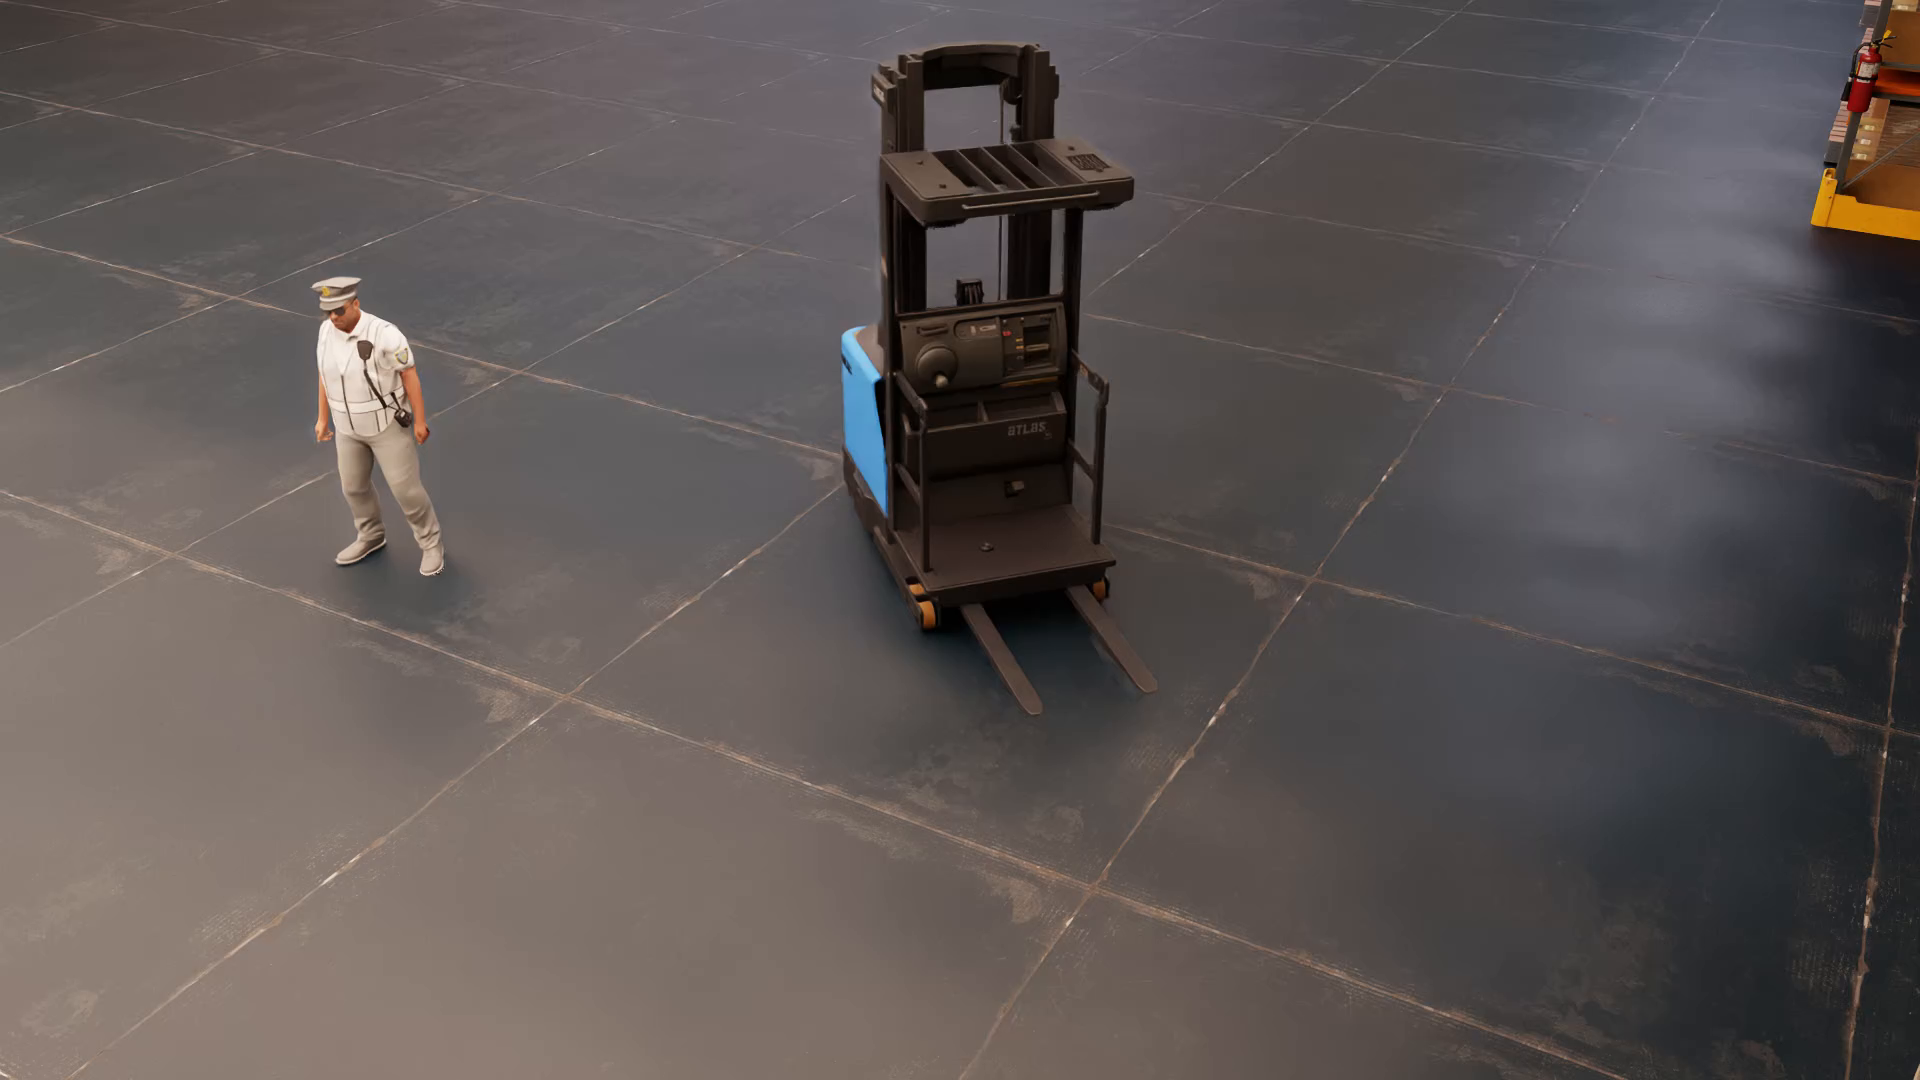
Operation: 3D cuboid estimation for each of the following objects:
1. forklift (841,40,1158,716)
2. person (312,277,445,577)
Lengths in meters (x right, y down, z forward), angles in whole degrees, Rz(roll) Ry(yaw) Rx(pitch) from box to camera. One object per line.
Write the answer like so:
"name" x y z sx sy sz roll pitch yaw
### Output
"forklift" 0.200 -0.996 8.796 1.130 2.935 3.031 -9 31 -15
"person" -3.340 -0.657 9.409 0.702 1.751 0.393 6 31 11
